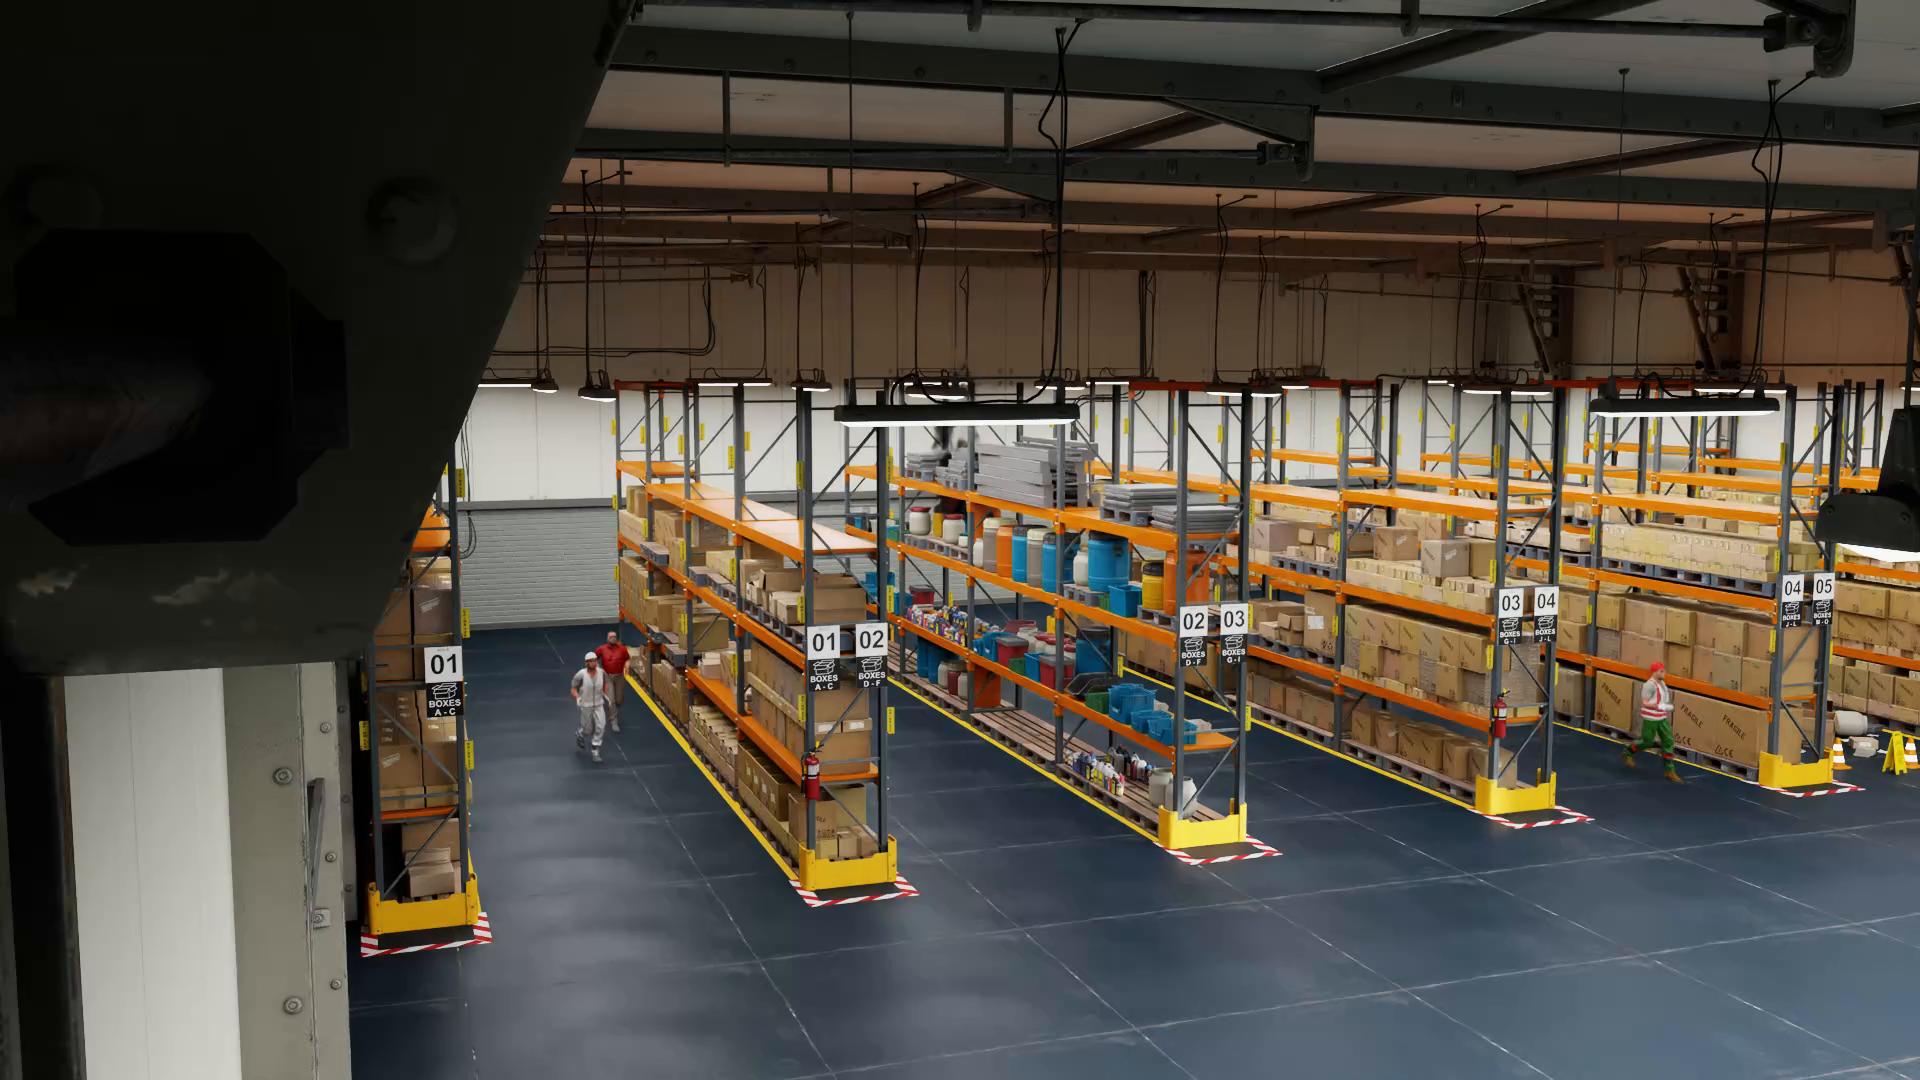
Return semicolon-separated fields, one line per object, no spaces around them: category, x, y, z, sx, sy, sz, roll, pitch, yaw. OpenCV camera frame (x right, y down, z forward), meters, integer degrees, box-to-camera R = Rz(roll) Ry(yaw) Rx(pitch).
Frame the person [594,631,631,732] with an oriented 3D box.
person;-6.065;2.438;28.998;0.663;1.720;0.833;-3;7;-23

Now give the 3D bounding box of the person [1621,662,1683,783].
person;10.611;2.749;25.467;0.691;1.808;1.011;-5;8;-37

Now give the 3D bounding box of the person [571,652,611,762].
person;-5.931;2.646;26.682;0.646;1.748;0.797;-4;7;-31
